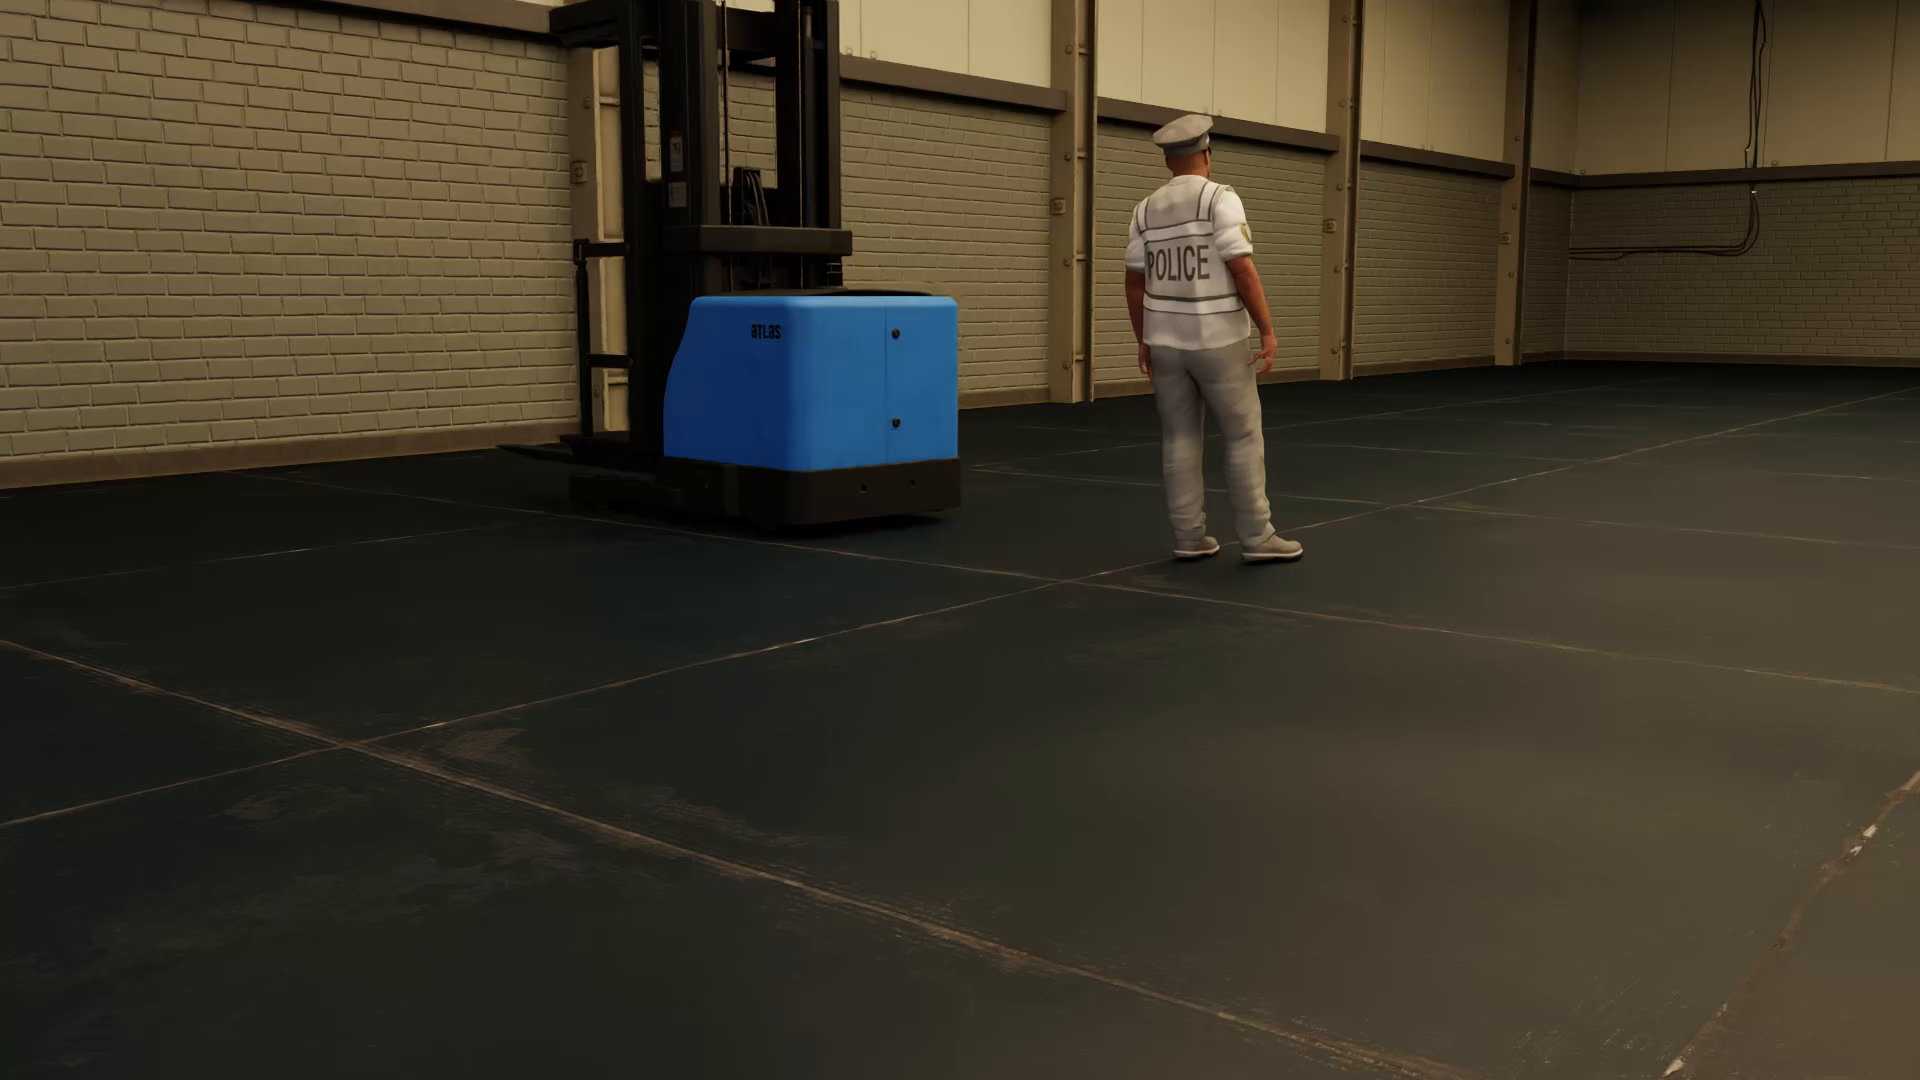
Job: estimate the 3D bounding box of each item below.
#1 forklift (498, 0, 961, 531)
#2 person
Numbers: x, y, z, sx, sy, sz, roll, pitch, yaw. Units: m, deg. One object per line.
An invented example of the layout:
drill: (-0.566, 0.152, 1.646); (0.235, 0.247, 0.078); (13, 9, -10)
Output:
forklift: (-1.377, -1.649, 8.548); (1.130, 2.935, 3.031); (-8, 11, -43)
person: (1.019, -0.811, 6.750); (0.644, 1.778, 0.574); (7, 11, 38)
